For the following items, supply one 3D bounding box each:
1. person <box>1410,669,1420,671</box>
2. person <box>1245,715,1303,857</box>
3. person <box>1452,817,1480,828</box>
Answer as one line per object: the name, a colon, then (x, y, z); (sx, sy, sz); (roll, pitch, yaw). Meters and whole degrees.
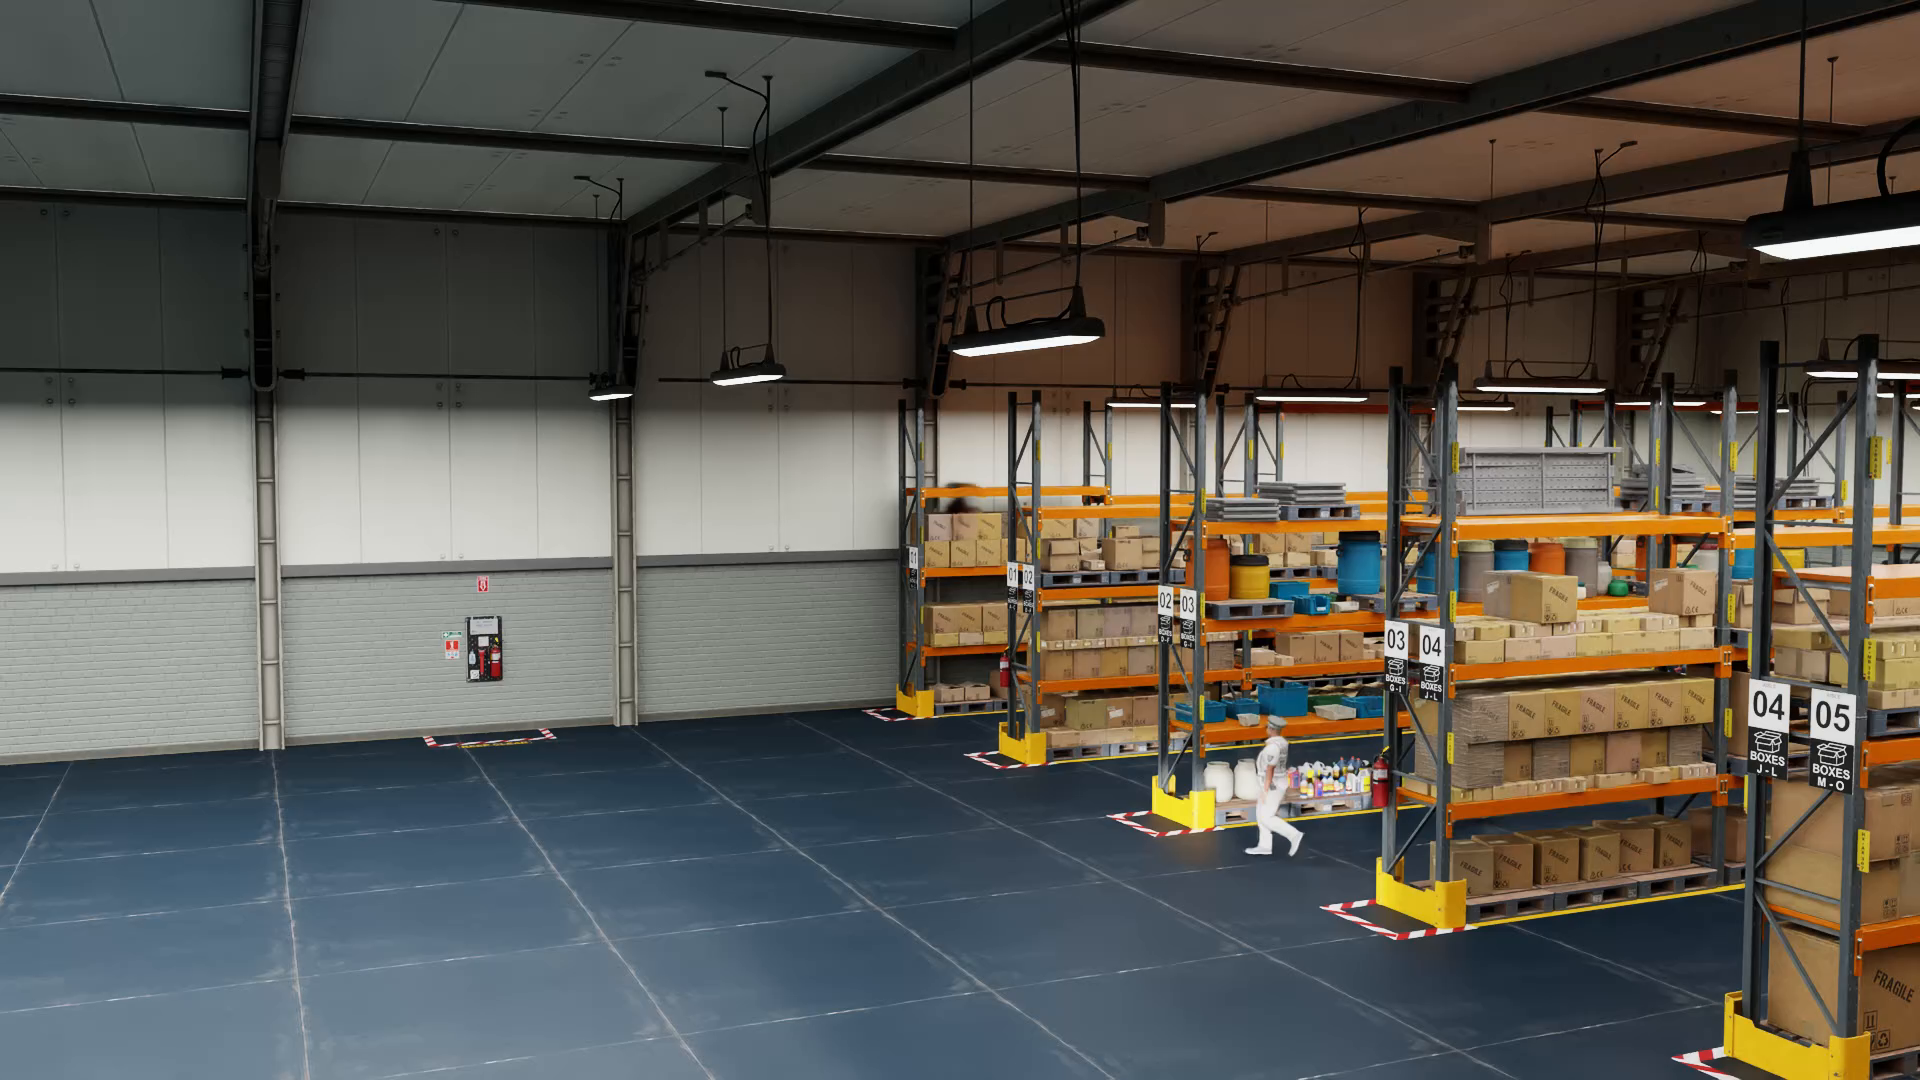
person: (9.066, 2.390, 32.858); (0.552, 1.682, 0.345); (-1, 4, -22)
person: (3.893, 3.059, 20.647); (0.667, 1.760, 0.507); (0, 3, 6)
person: (6.816, 3.042, 22.427); (0.953, 1.624, 0.609); (-1, 4, -18)
